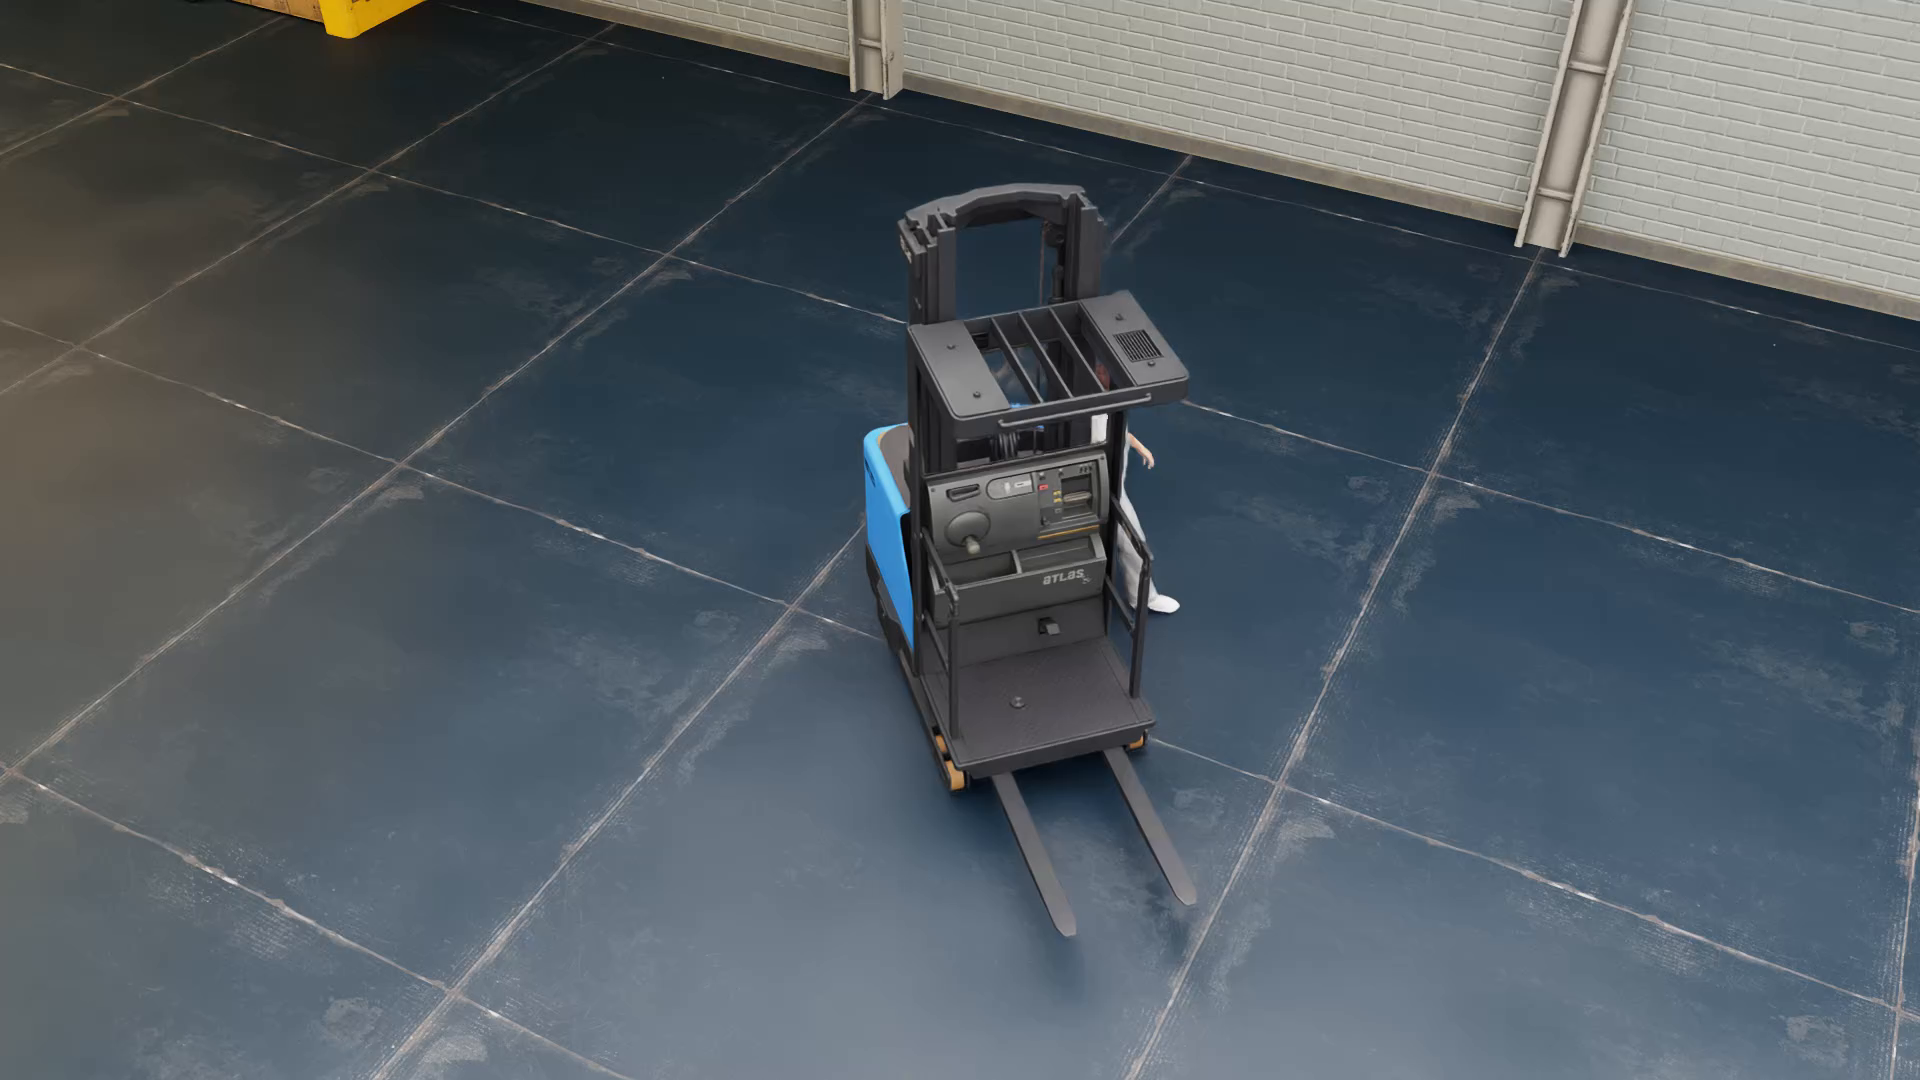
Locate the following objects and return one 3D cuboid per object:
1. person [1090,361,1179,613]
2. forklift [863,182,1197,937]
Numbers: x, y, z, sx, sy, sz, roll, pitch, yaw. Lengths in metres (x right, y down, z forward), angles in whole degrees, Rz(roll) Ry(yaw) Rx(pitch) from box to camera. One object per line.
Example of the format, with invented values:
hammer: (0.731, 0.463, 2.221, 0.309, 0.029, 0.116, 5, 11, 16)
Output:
person: (0.865, -0.272, 9.341, 0.784, 1.643, 0.626, -6, 40, -7)
forklift: (0.361, -0.101, 8.107, 1.130, 2.935, 3.031, -11, 41, -13)
